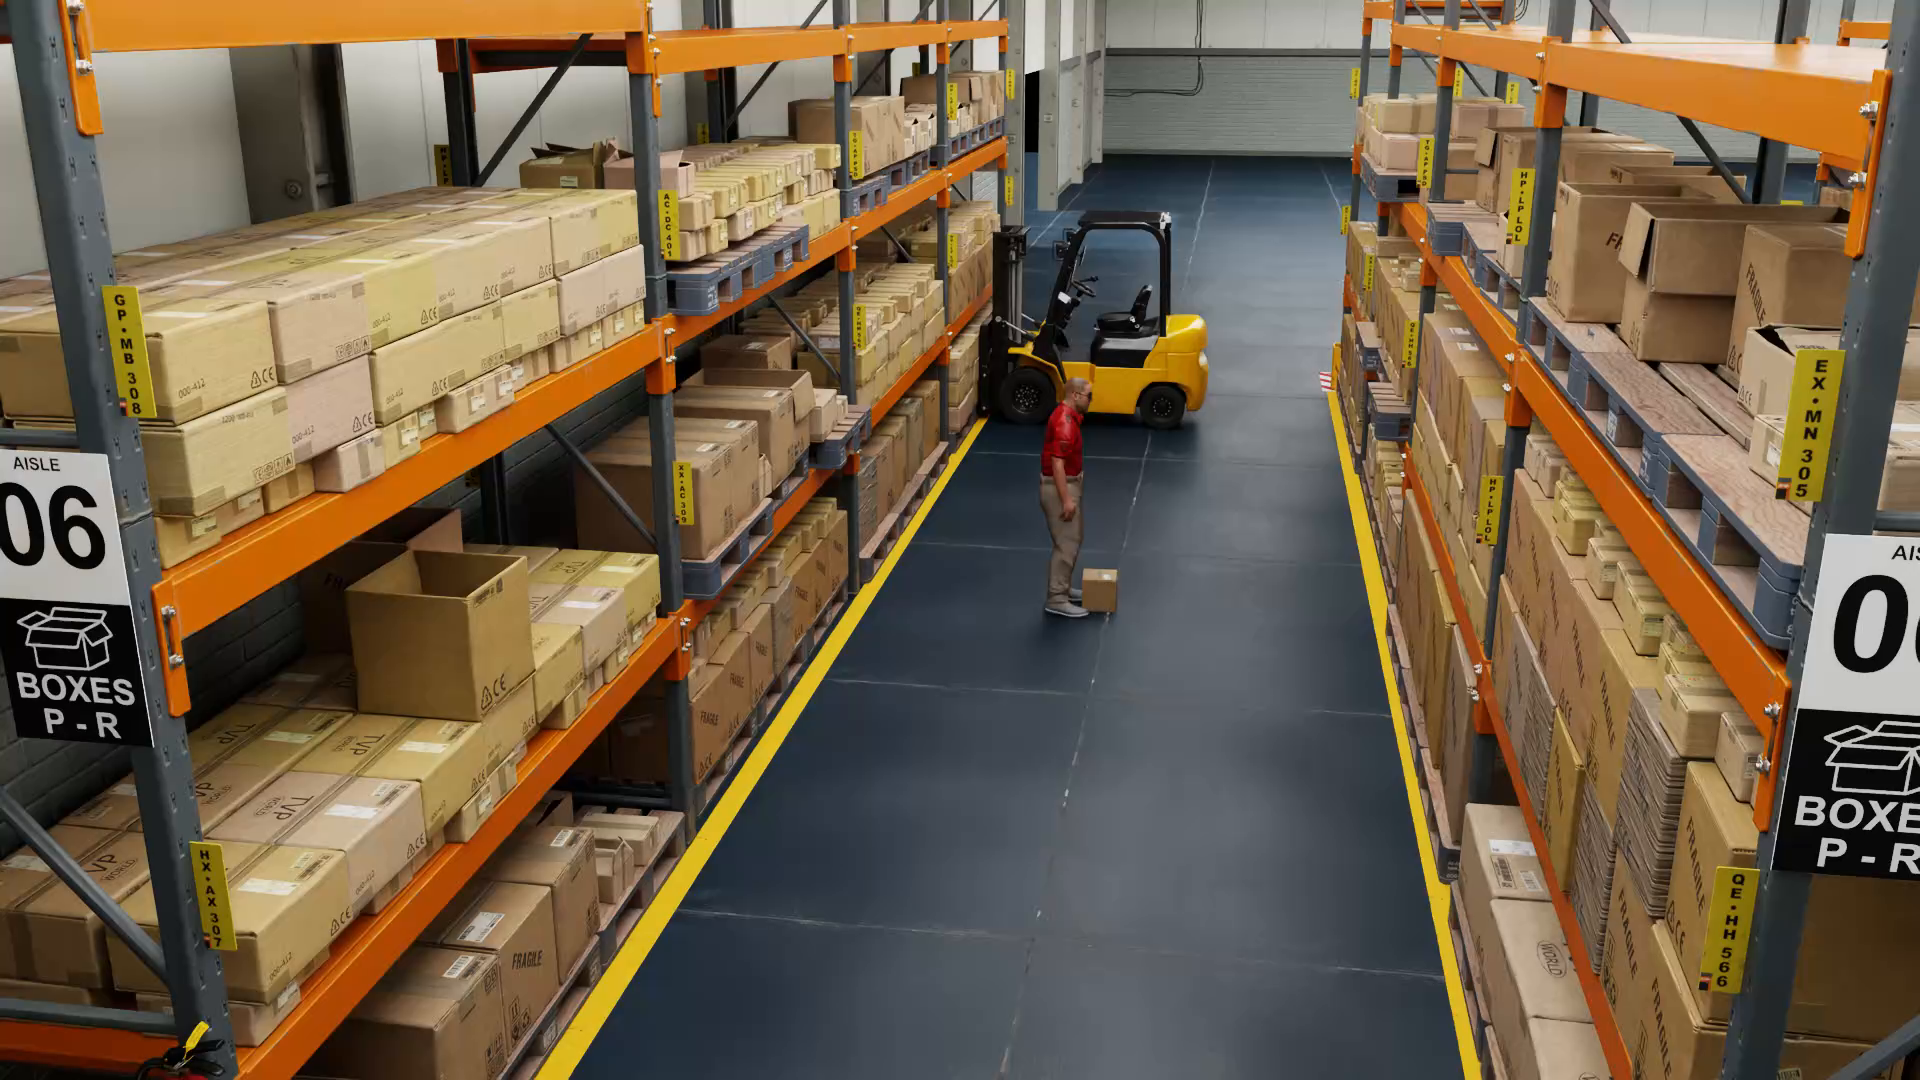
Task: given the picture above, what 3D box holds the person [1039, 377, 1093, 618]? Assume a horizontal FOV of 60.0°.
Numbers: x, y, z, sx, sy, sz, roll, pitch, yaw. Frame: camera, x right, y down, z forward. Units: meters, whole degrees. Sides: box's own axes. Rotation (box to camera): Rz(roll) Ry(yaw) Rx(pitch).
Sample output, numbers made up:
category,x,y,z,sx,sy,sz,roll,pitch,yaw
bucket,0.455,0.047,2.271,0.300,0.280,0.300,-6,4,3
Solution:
category,x,y,z,sx,sy,sz,roll,pitch,yaw
person,0.778,-0.339,12.134,0.392,1.725,0.590,2,18,6
